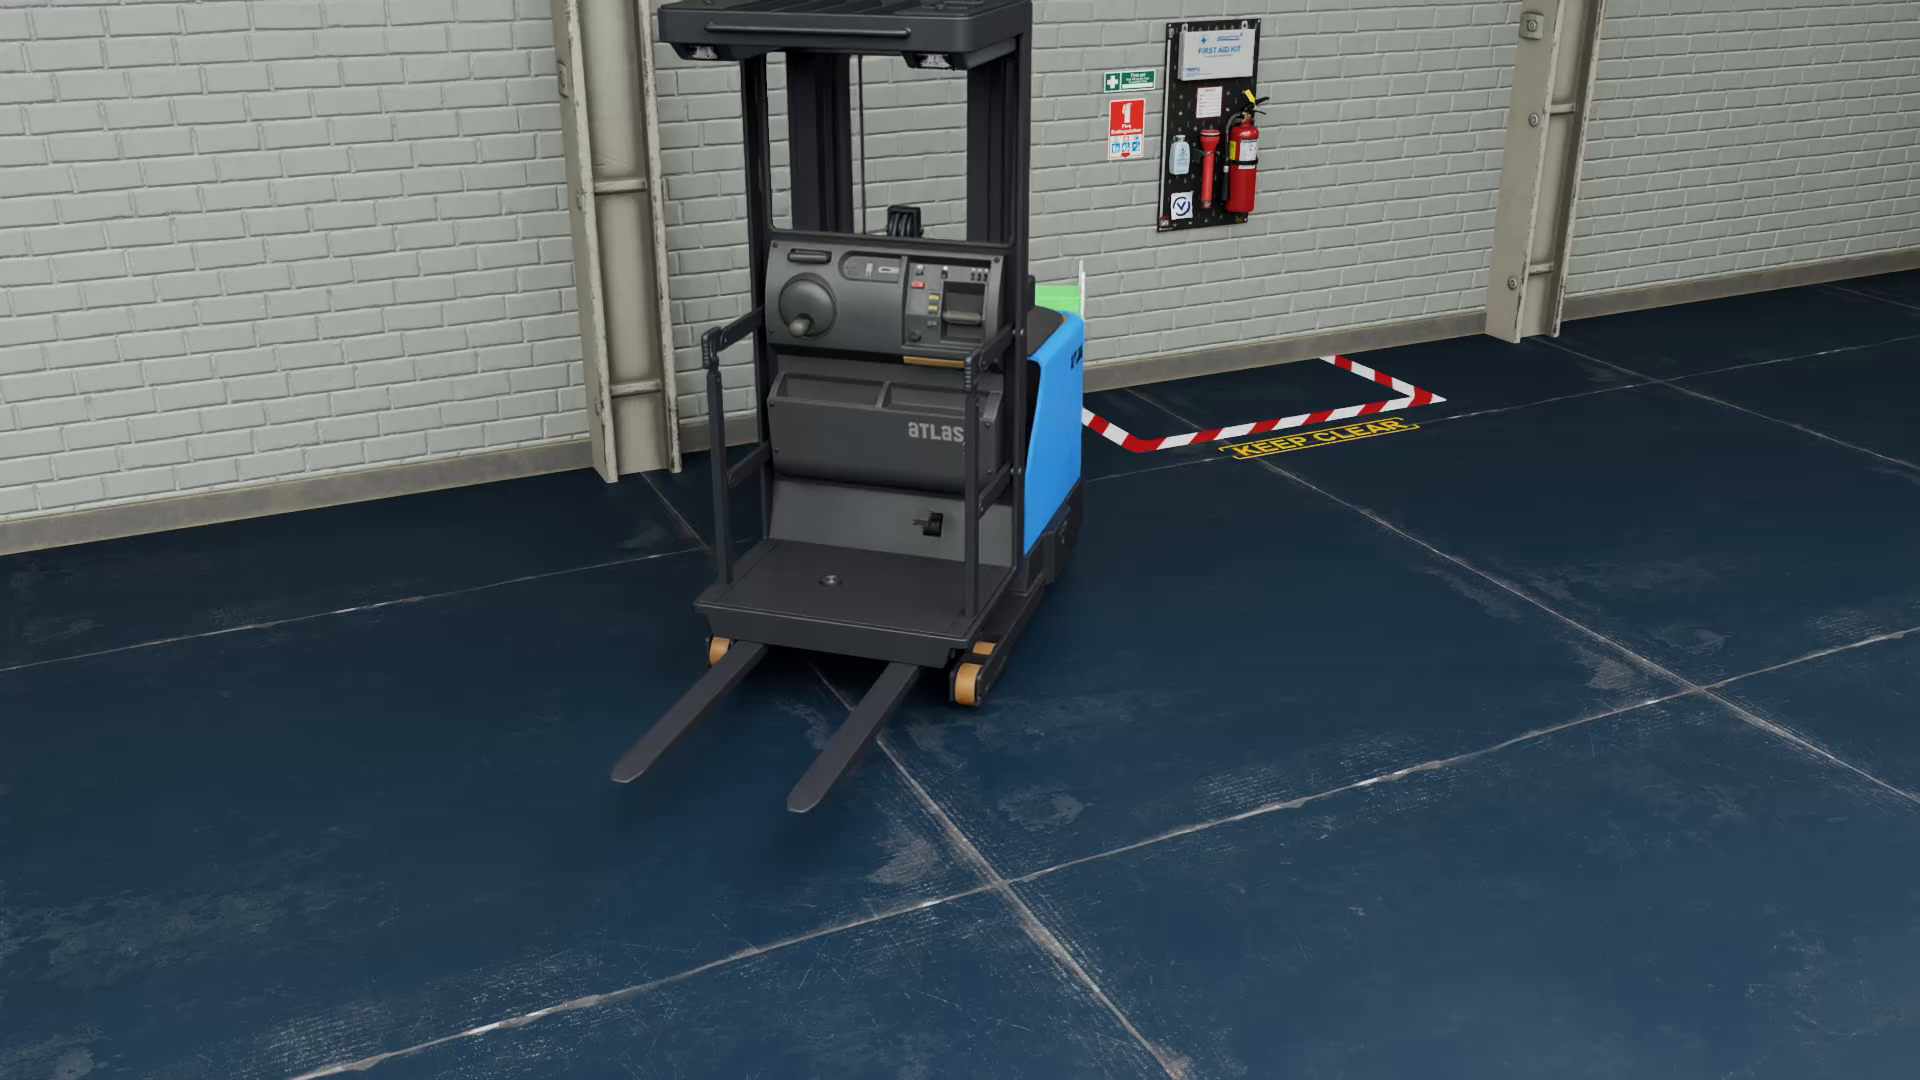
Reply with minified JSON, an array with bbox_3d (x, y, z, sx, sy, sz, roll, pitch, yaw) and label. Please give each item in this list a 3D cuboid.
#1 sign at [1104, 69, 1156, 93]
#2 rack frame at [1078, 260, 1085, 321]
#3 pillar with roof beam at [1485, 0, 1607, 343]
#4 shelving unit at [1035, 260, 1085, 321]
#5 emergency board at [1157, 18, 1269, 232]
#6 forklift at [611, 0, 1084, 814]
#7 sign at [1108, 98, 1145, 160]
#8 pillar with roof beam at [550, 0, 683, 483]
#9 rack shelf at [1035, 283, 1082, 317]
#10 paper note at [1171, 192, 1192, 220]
[{"bbox_3d":[0.948,-2.562,9.278,0.331,0.109,0.001,-10,25,-24],"label":"sign"},{"bbox_3d":[0.563,-0.705,7.885,0.015,1.200,0.240,1,22,2],"label":"rack frame"},{"bbox_3d":[5.593,-4.044,5.755,0.400,9.000,9.100,-10,25,-24],"label":"pillar with roof beam"},{"bbox_3d":[0.319,-0.708,7.892,0.503,1.200,0.258,1,22,2],"label":"shelving unit"},{"bbox_3d":[1.483,-2.359,9.528,0.643,1.169,0.194,-10,25,-24],"label":"emergency board"},{"bbox_3d":[-0.353,-0.898,6.087,1.130,2.935,3.031,7,23,16],"label":"forklift"},{"bbox_3d":[0.940,-2.320,9.385,0.234,0.329,0.001,-10,25,-24],"label":"sign"},{"bbox_3d":[0.187,-3.049,3.350,0.400,9.000,9.100,-10,25,-24],"label":"pillar with roof beam"},{"bbox_3d":[0.319,-1.093,7.733,0.480,0.148,0.258,1,22,2],"label":"rack shelf"},{"bbox_3d":[1.293,-1.947,9.683,0.142,0.148,0.016,-10,25,-24],"label":"paper note"}]
